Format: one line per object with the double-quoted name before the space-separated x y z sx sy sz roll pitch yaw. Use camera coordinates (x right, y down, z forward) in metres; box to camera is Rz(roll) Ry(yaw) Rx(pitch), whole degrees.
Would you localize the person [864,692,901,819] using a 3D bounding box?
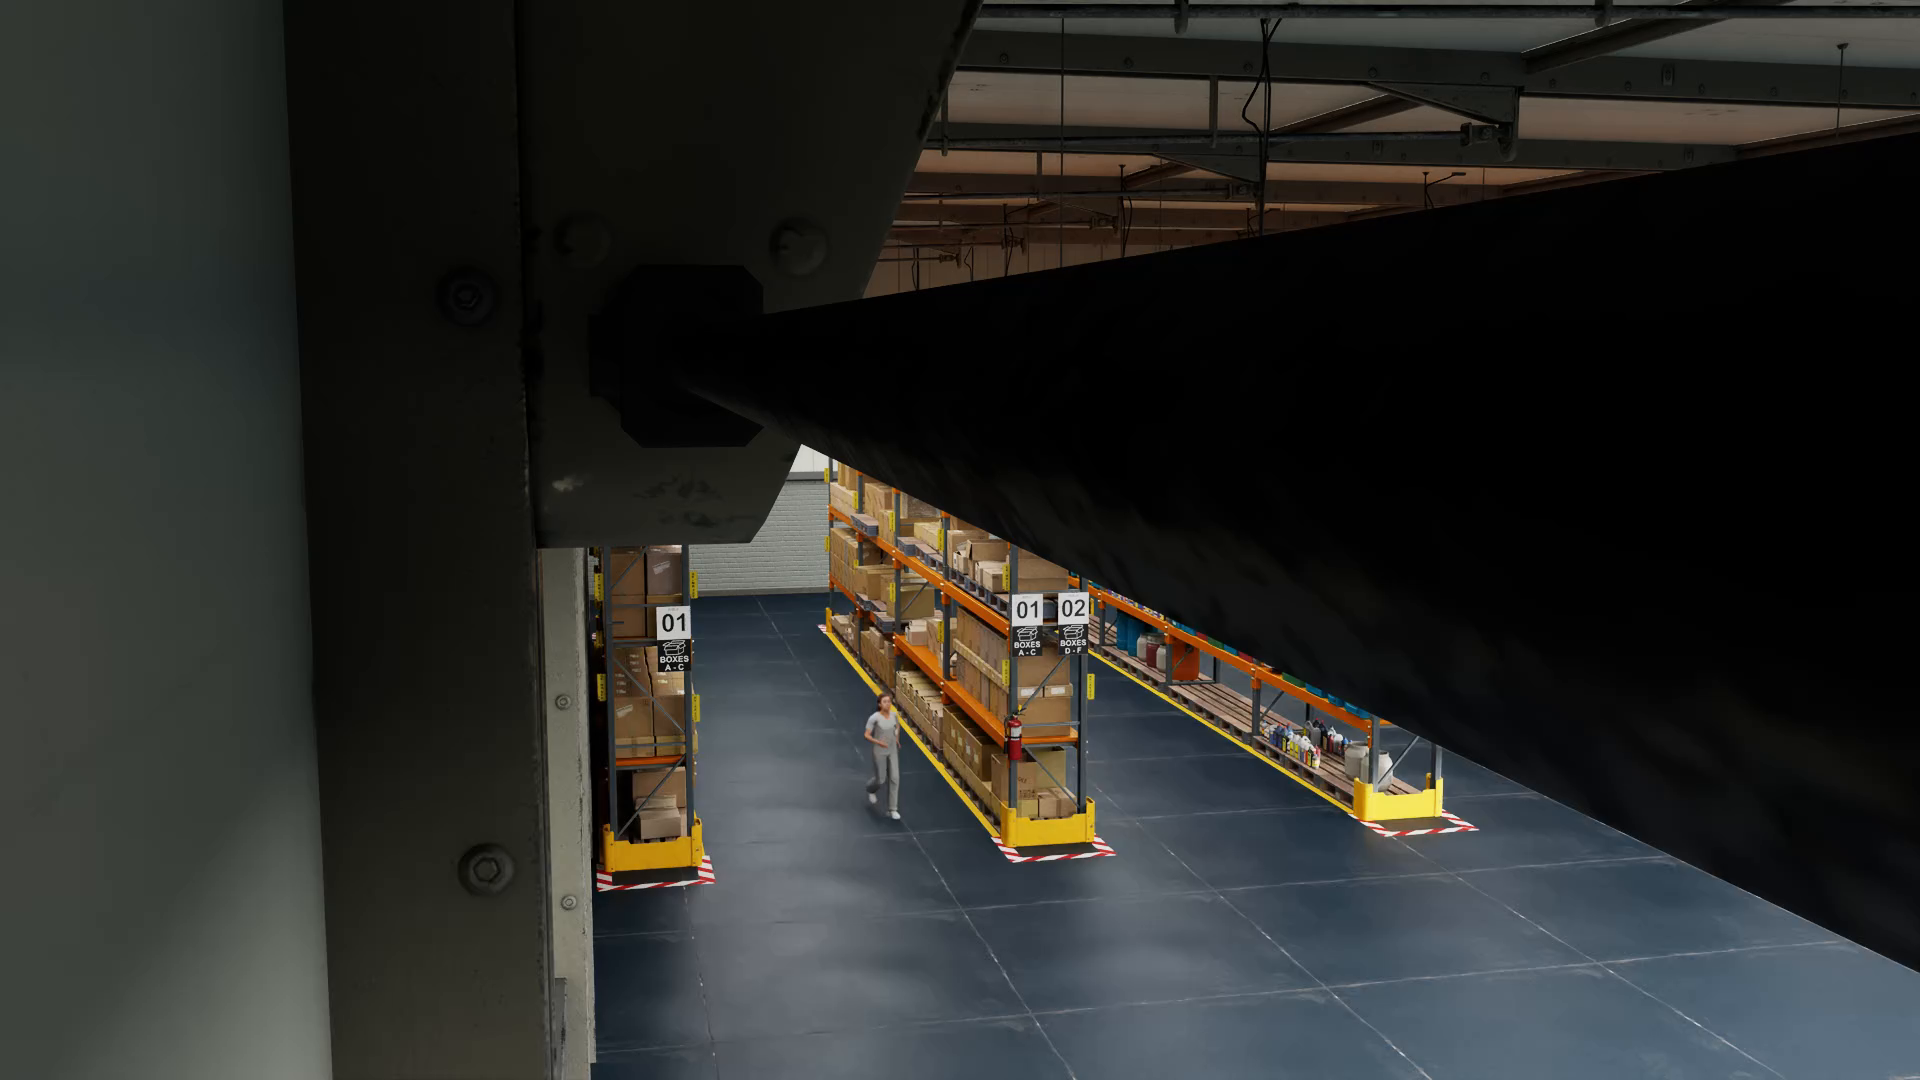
"person" -1.011 2.852 22.283 0.578 1.643 0.880 -4 8 -28
